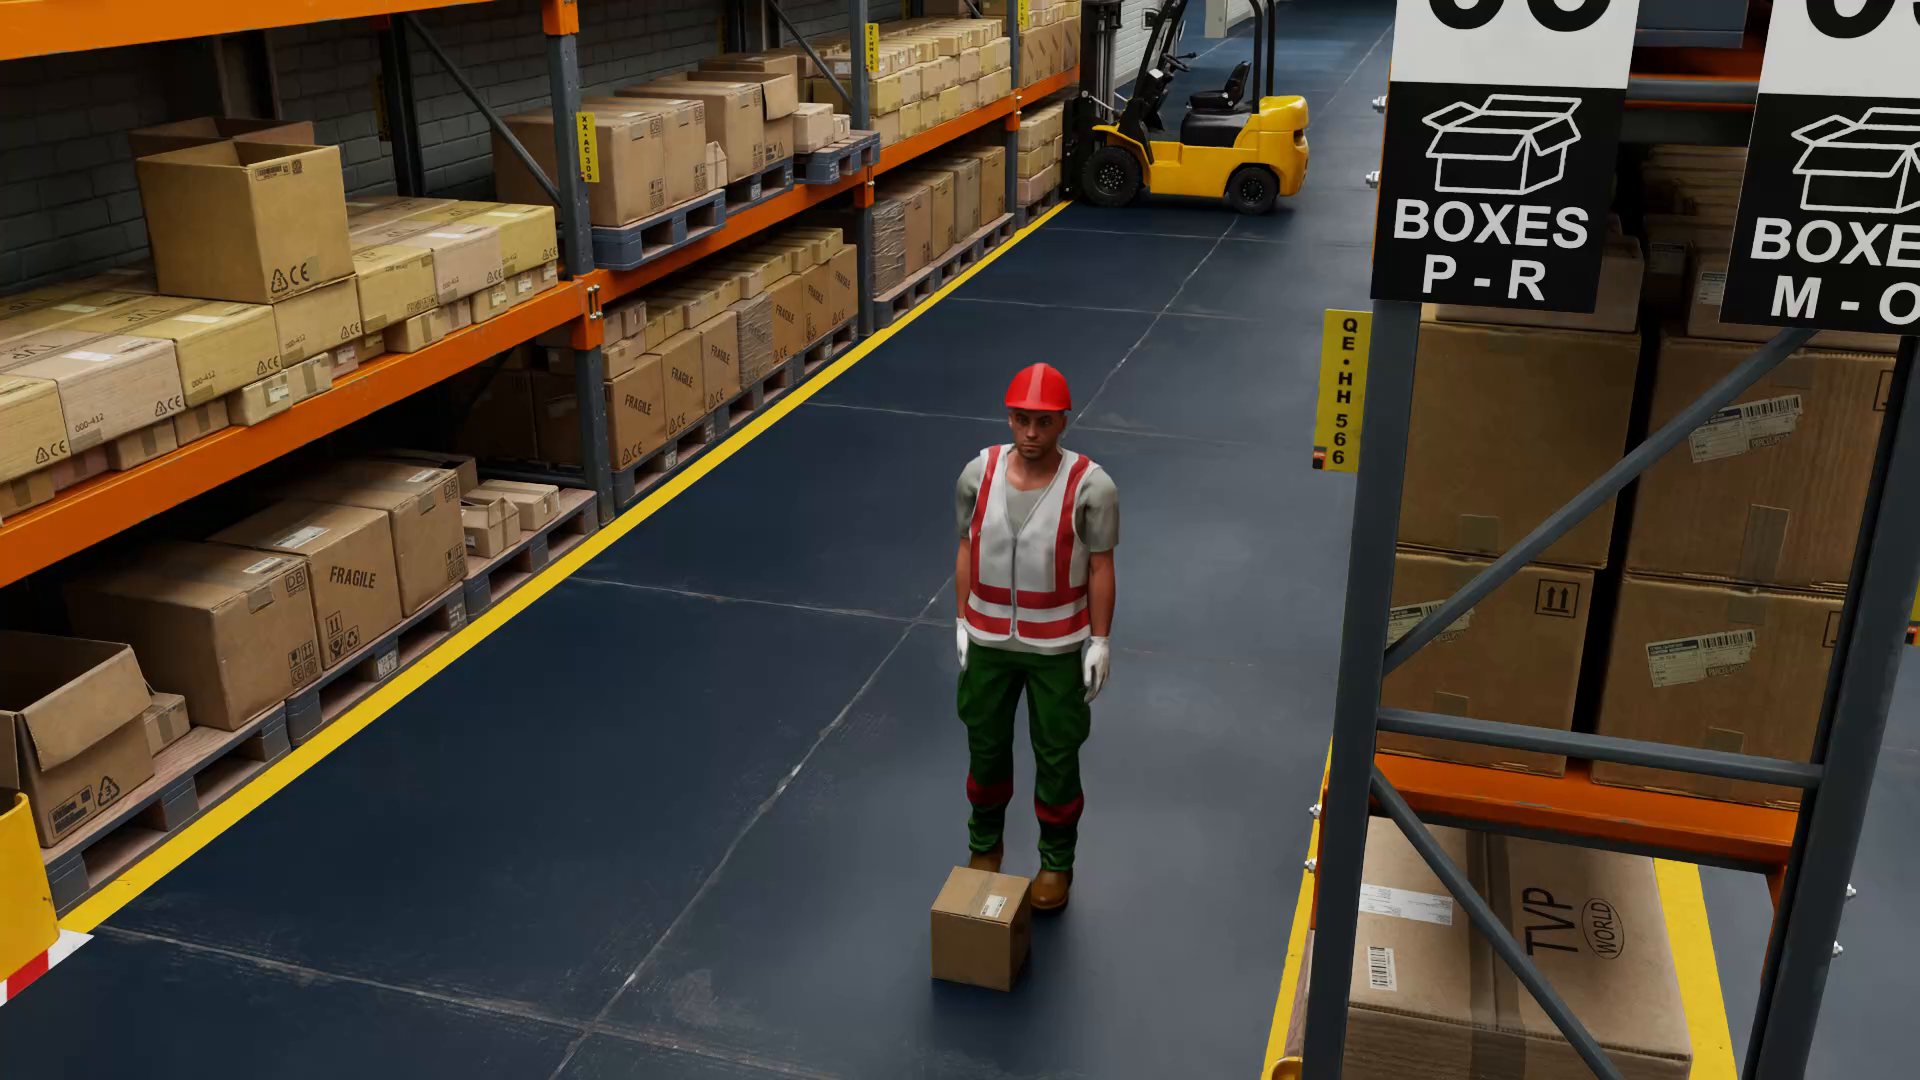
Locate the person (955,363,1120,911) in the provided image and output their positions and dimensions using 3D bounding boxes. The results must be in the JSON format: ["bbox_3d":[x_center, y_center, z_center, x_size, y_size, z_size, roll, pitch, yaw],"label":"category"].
[{"bbox_3d":[0.220,0.341,5.265,0.527,1.836,0.374,7,23,17],"label":"person"}]
